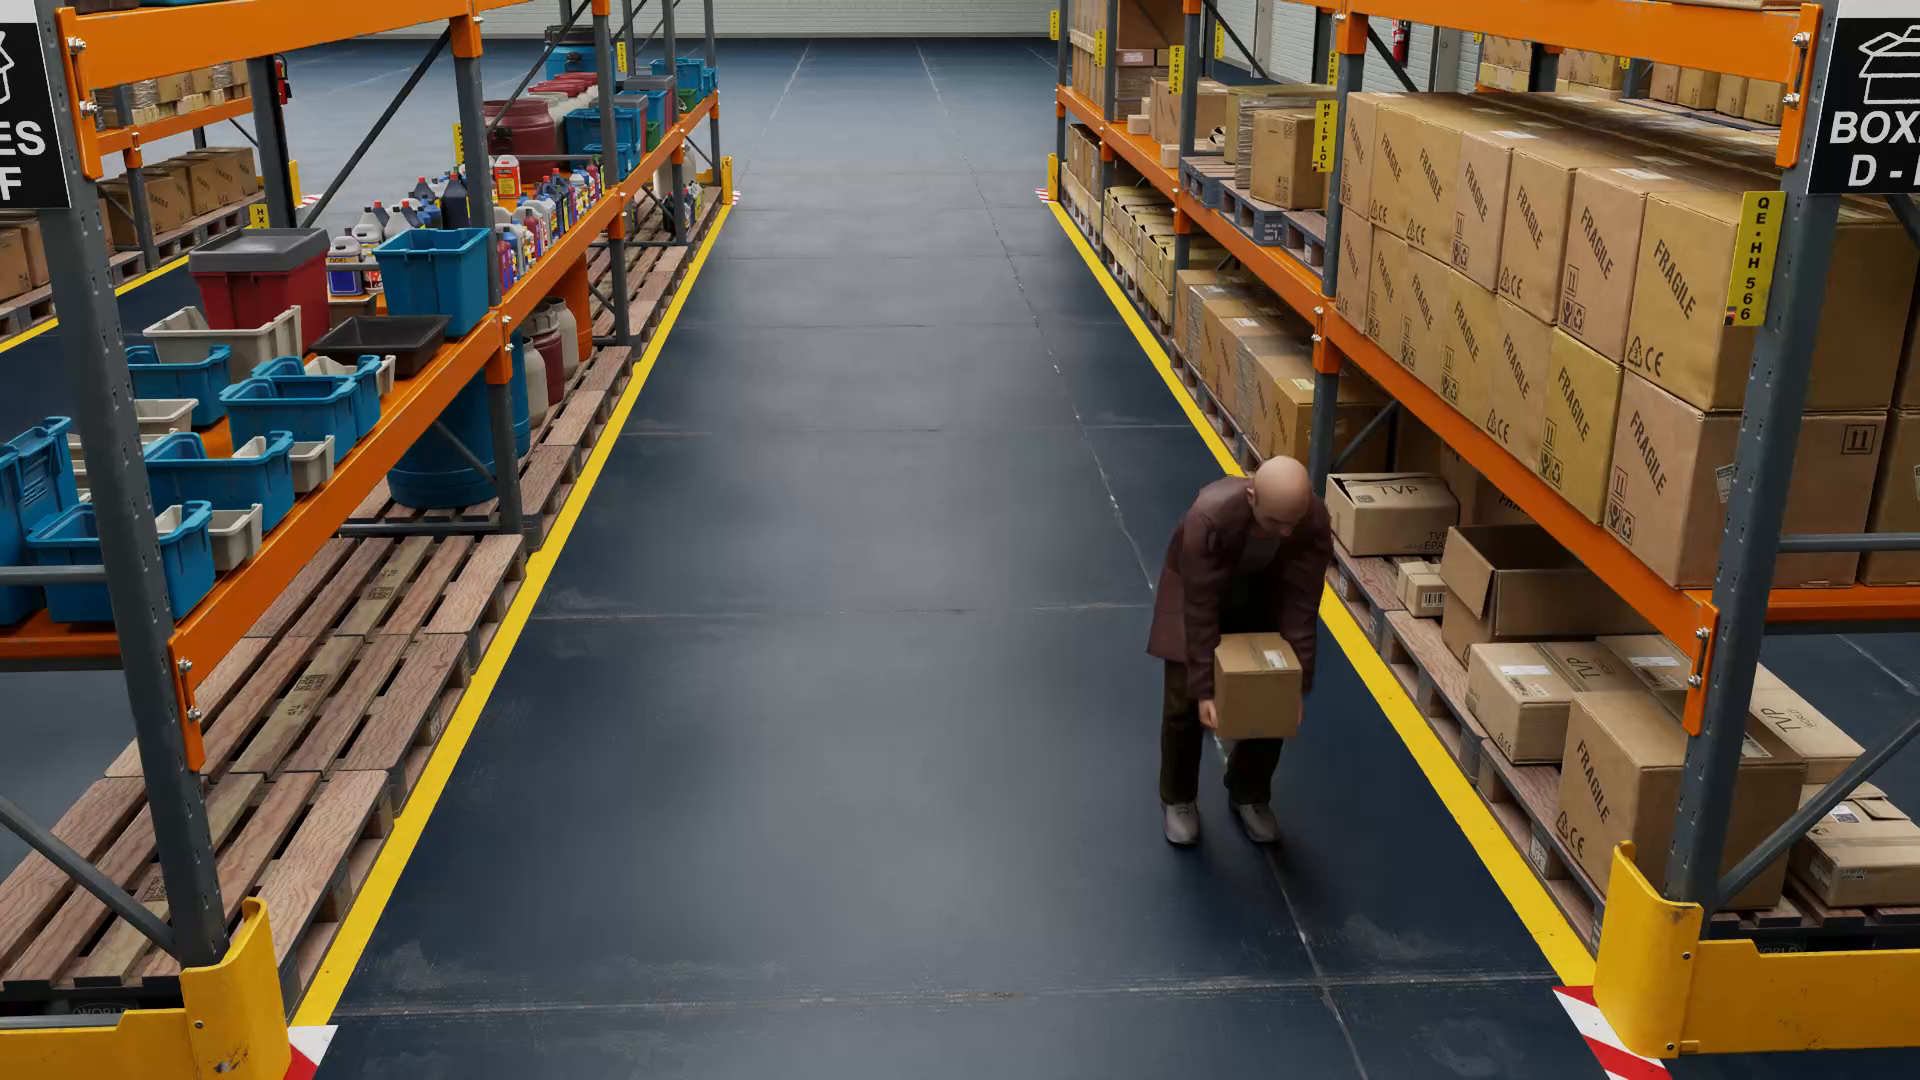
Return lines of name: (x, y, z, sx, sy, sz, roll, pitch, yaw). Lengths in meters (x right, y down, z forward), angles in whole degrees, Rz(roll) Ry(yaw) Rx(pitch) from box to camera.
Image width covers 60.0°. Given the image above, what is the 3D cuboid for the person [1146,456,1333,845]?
person: (0.924, 0.365, 5.517, 0.555, 1.495, 0.806, -2, 20, -4)
